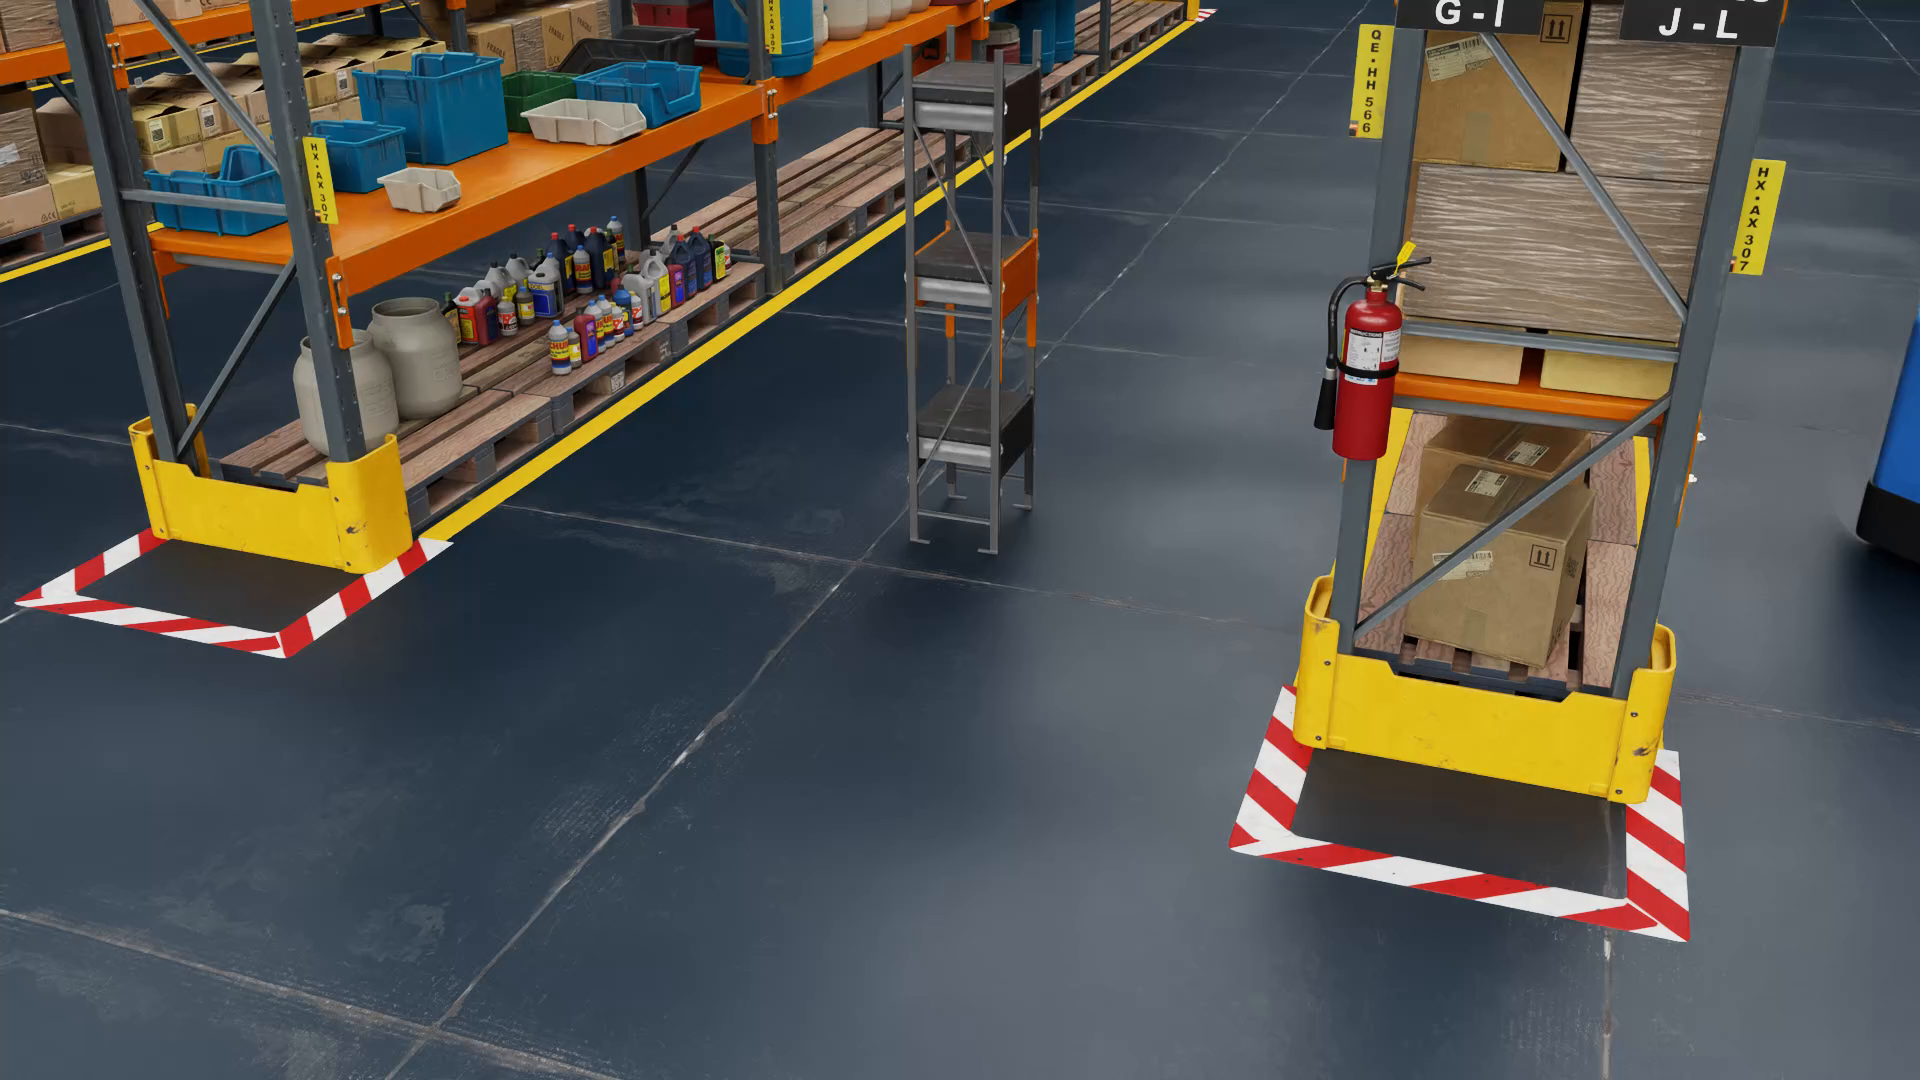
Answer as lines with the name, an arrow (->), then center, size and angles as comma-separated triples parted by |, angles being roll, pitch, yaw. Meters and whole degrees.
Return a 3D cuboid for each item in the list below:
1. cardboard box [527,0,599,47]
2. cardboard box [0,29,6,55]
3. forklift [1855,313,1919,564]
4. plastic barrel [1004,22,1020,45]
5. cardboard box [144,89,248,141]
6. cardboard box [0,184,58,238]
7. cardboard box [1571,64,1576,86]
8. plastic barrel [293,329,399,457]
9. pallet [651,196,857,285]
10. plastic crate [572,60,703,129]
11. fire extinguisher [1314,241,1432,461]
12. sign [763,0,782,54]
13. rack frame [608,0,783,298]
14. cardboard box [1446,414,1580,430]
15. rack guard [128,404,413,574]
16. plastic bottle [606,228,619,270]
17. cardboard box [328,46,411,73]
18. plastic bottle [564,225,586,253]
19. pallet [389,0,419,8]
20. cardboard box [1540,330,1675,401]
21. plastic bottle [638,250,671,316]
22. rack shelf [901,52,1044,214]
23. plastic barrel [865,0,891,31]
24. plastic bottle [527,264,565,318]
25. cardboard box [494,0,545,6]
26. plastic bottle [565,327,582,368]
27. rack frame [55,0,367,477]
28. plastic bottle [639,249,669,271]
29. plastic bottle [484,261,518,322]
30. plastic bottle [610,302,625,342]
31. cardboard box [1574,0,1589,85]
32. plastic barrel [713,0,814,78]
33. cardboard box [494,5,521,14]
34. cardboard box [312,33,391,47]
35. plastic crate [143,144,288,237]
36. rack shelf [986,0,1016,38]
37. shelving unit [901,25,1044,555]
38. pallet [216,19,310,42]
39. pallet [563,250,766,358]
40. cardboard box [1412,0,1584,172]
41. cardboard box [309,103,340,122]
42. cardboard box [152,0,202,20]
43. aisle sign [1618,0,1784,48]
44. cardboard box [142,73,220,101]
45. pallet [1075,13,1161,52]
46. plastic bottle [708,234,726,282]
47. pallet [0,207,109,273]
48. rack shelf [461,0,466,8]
cardboard box -> -4.017, -5.180, 16.870 | 0.500, 0.500, 0.500 | 8, 27, 16
cardboard box -> -6.589, -3.325, 10.560 | 0.700, 0.500, 0.500 | 8, 27, 17
forklift -> 5.389, -1.399, 6.777 | 3.031, 2.935, 1.130 | -13, 29, -25
plastic barrel -> 0.349, -4.587, 15.654 | 0.421, 0.512, 0.421 | 0, 26, 0
cardboard box -> -5.734, -3.223, 12.495 | 0.500, 0.311, 0.500 | 8, 27, 17
cardboard box -> -6.402, -2.206, 11.038 | 0.500, 0.250, 0.500 | 9, 27, 17
cardboard box -> 2.378, -1.626, 6.710 | 0.875, 0.500, 0.500 | 9, 27, 17
plastic barrel -> -2.792, -0.668, 7.561 | 0.421, 0.512, 0.421 | 0, 26, 0
pallet -> -1.384, -2.034, 11.209 | 1.003, 0.211, 1.213 | 9, 27, 17
plastic crate -> -1.720, -2.400, 8.935 | 0.499, 0.251, 0.616 | 9, 27, 17
fire extinguisher -> 1.259, -0.584, 5.103 | 0.296, 0.674, 0.183 | 9, 27, 17
sign -> -1.093, -3.001, 9.689 | 0.100, 0.325, 0.005 | 9, 27, 17
rack frame -> -1.608, -2.961, 9.924 | 1.000, 3.000, 0.127 | 9, 27, 17
cardboard box -> 2.348, -0.422, 7.067 | 0.500, 0.500, 0.500 | 11, 28, 22
rack guard -> -2.958, -0.230, 7.152 | 1.175, 0.500, 0.348 | 9, 27, 17
plastic bottle -> -2.109, -1.717, 9.967 | 0.061, 0.283, 0.133 | 9, 27, 17
cardboard box -> -5.056, -4.063, 14.229 | 0.500, 0.311, 0.500 | 8, 27, 17
plastic bottle -> -2.268, -1.695, 9.844 | 0.144, 0.351, 0.185 | 10, 27, 19
pallet -> -7.557, -7.234, 21.950 | 1.003, 0.211, 1.213 | 9, 27, 17
cardboard box -> 2.051, -0.569, 5.270 | 0.380, 0.149, 0.250 | 9, 27, 17
plastic bottle -> -1.722, -1.449, 9.335 | 0.144, 0.351, 0.185 | 9, 27, 17
rack shelf -> 0.055, -1.631, 6.634 | 0.431, 0.518, 0.480 | 9, 27, 17
plastic barrel -> -0.695, -3.863, 11.630 | 0.433, 0.535, 0.433 | 0, 26, 0
plastic bottle -> -2.324, -1.398, 9.316 | 0.152, 0.276, 0.135 | 9, 27, 17
cardboard box -> -4.506, -5.598, 16.874 | 0.500, 0.250, 0.500 | 8, 27, 16
plastic bottle -> -2.008, -0.998, 8.576 | 0.097, 0.201, 0.097 | 0, 26, 0
rack frame -> -2.939, -1.317, 6.529 | 1.000, 3.000, 0.127 | 9, 27, 17
plastic bottle -> -1.763, -1.559, 9.649 | 0.152, 0.276, 0.135 | 9, 27, 17
plastic bottle -> -2.534, -1.367, 9.165 | 0.144, 0.351, 0.185 | 10, 28, 20
plastic bottle -> -1.862, -1.178, 8.948 | 0.097, 0.201, 0.097 | 0, 26, 0
cardboard box -> 2.670, -2.031, 6.399 | 0.500, 0.500, 0.500 | 9, 27, 17
plastic barrel -> -1.194, -3.302, 10.052 | 0.600, 0.901, 0.708 | 9, 27, 17
cardboard box -> -4.685, -5.029, 16.558 | 0.500, 0.500, 0.500 | 8, 27, 16
cardboard box -> -5.398, -4.356, 14.834 | 0.500, 0.311, 0.500 | 10, 27, 19
plastic crate -> -3.055, -1.499, 7.075 | 0.499, 0.251, 0.616 | 9, 27, 17
rack shelf -> 0.388, -5.103, 15.173 | 1.077, 0.370, 4.000 | 9, 27, 17
shelving unit -> 0.055, -1.013, 6.933 | 0.431, 2.100, 0.503 | 9, 27, 17
pallet -> -8.474, -6.102, 19.611 | 1.003, 0.211, 1.213 | 9, 27, 17
pallet -> -1.871, -1.436, 9.974 | 1.003, 0.211, 1.213 | 9, 27, 17
cardboard box -> 1.681, -1.490, 5.281 | 0.500, 0.500, 0.500 | 9, 27, 17
cardboard box -> -5.399, -3.394, 13.492 | 0.500, 0.250, 0.500 | 9, 27, 18
cardboard box -> -5.790, -3.902, 12.156 | 0.380, 0.149, 0.250 | 9, 27, 17
aisle sign -> 1.994, -1.700, 4.336 | 0.394, 0.787, 0.004 | 9, 27, 17
cardboard box -> -6.078, -3.512, 13.092 | 0.500, 0.311, 0.500 | 9, 27, 17
pallet -> 1.666, -5.804, 18.996 | 1.003, 0.211, 1.213 | 9, 27, 17
plastic bottle -> -1.457, -1.691, 9.913 | 0.061, 0.283, 0.133 | 10, 28, 20
pallet -> -6.582, -2.105, 11.356 | 1.003, 0.211, 1.213 | 9, 27, 17
rack shelf -> -4.281, -5.823, 16.660 | 1.077, 0.370, 4.000 | 9, 27, 17
